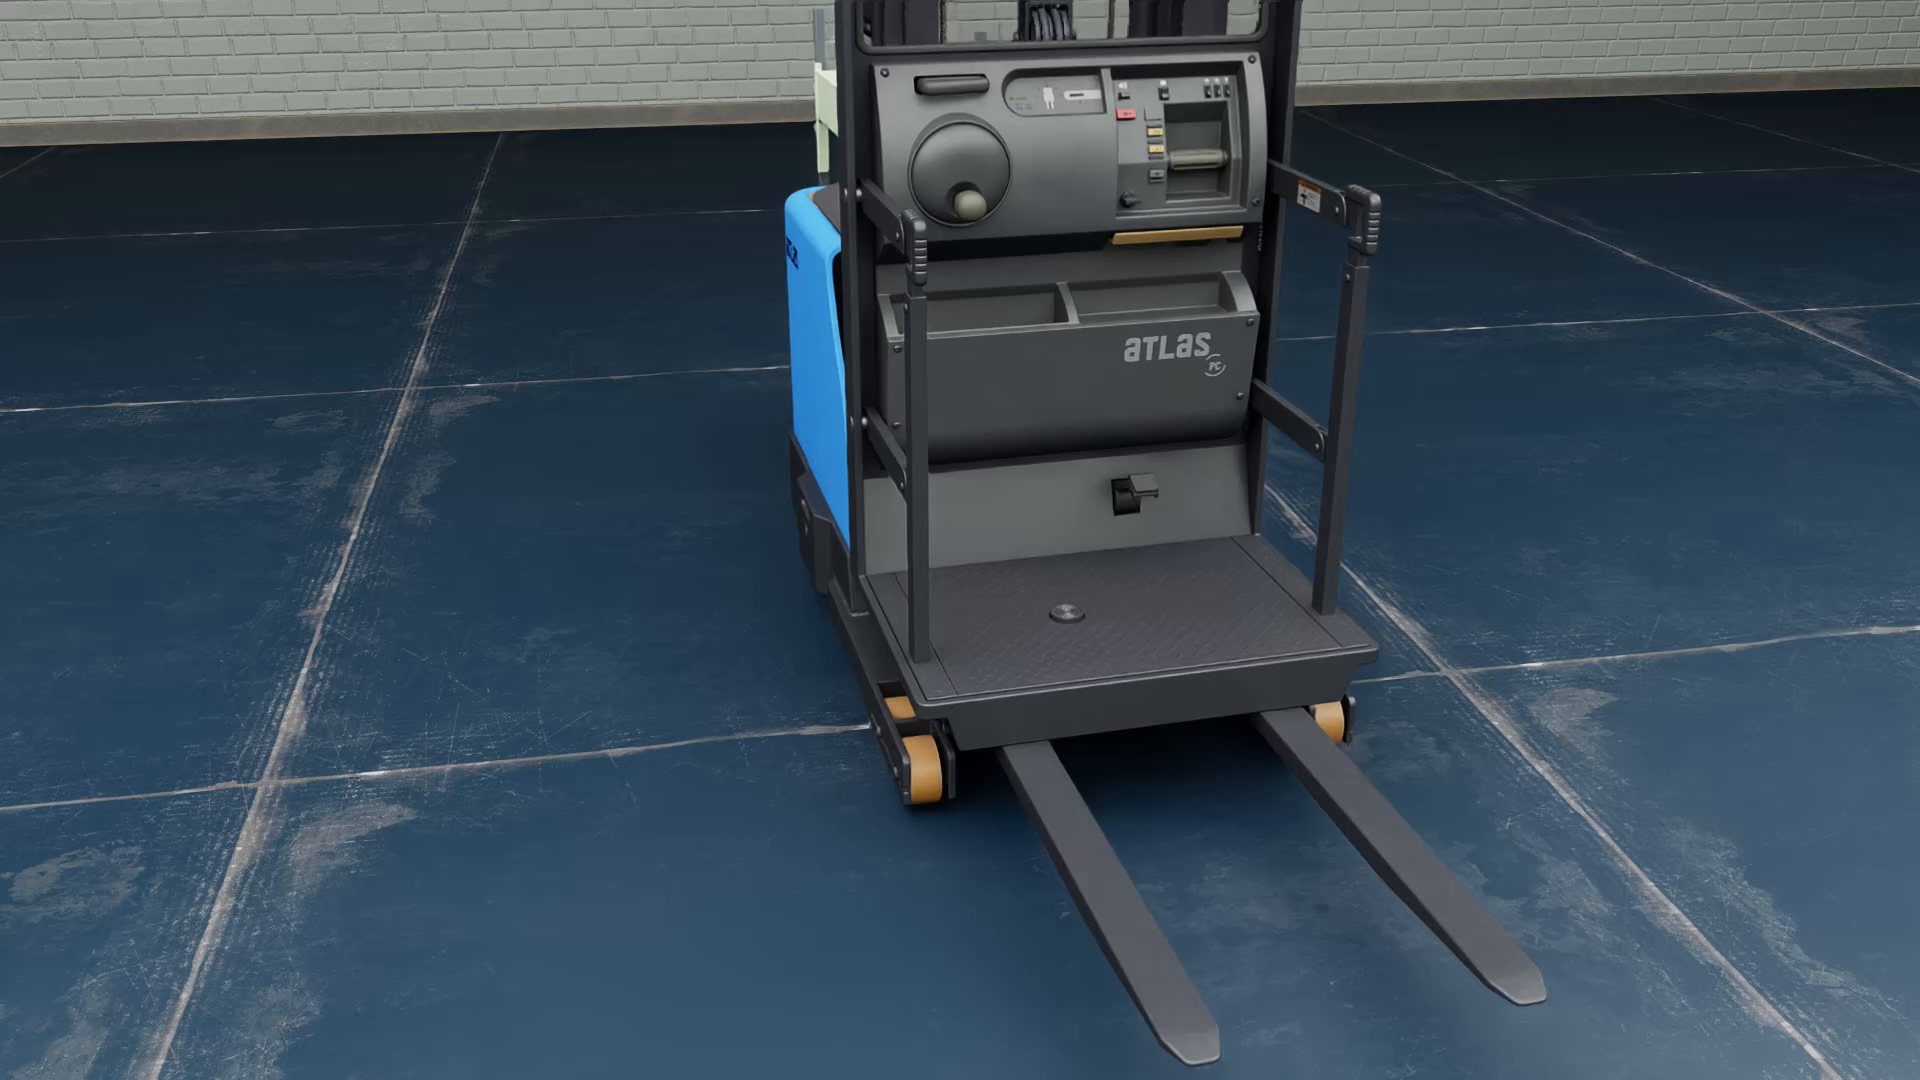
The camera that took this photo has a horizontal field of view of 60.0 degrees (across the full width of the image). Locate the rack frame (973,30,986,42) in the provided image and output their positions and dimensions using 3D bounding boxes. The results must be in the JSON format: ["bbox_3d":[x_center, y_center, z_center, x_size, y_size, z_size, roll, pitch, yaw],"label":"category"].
[{"bbox_3d":[-0.118,-0.837,5.292,0.400,1.500,0.023,-6,24,-13],"label":"rack frame"}]

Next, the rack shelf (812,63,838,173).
[{"bbox_3d":[-0.208,-1.336,5.461,0.431,0.370,0.720,-6,24,-13],"label":"rack shelf"}]

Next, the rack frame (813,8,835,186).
[{"bbox_3d":[-0.299,-1.121,5.942,0.400,1.500,0.023,-6,24,-13],"label":"rack frame"}]

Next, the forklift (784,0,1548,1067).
[{"bbox_3d":[0.320,-0.899,3.646,1.130,2.935,3.031,-6,24,-13],"label":"forklift"}]

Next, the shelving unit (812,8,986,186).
[{"bbox_3d":[-0.208,-0.979,5.617,0.431,1.500,0.755,-6,24,-13],"label":"shelving unit"}]
